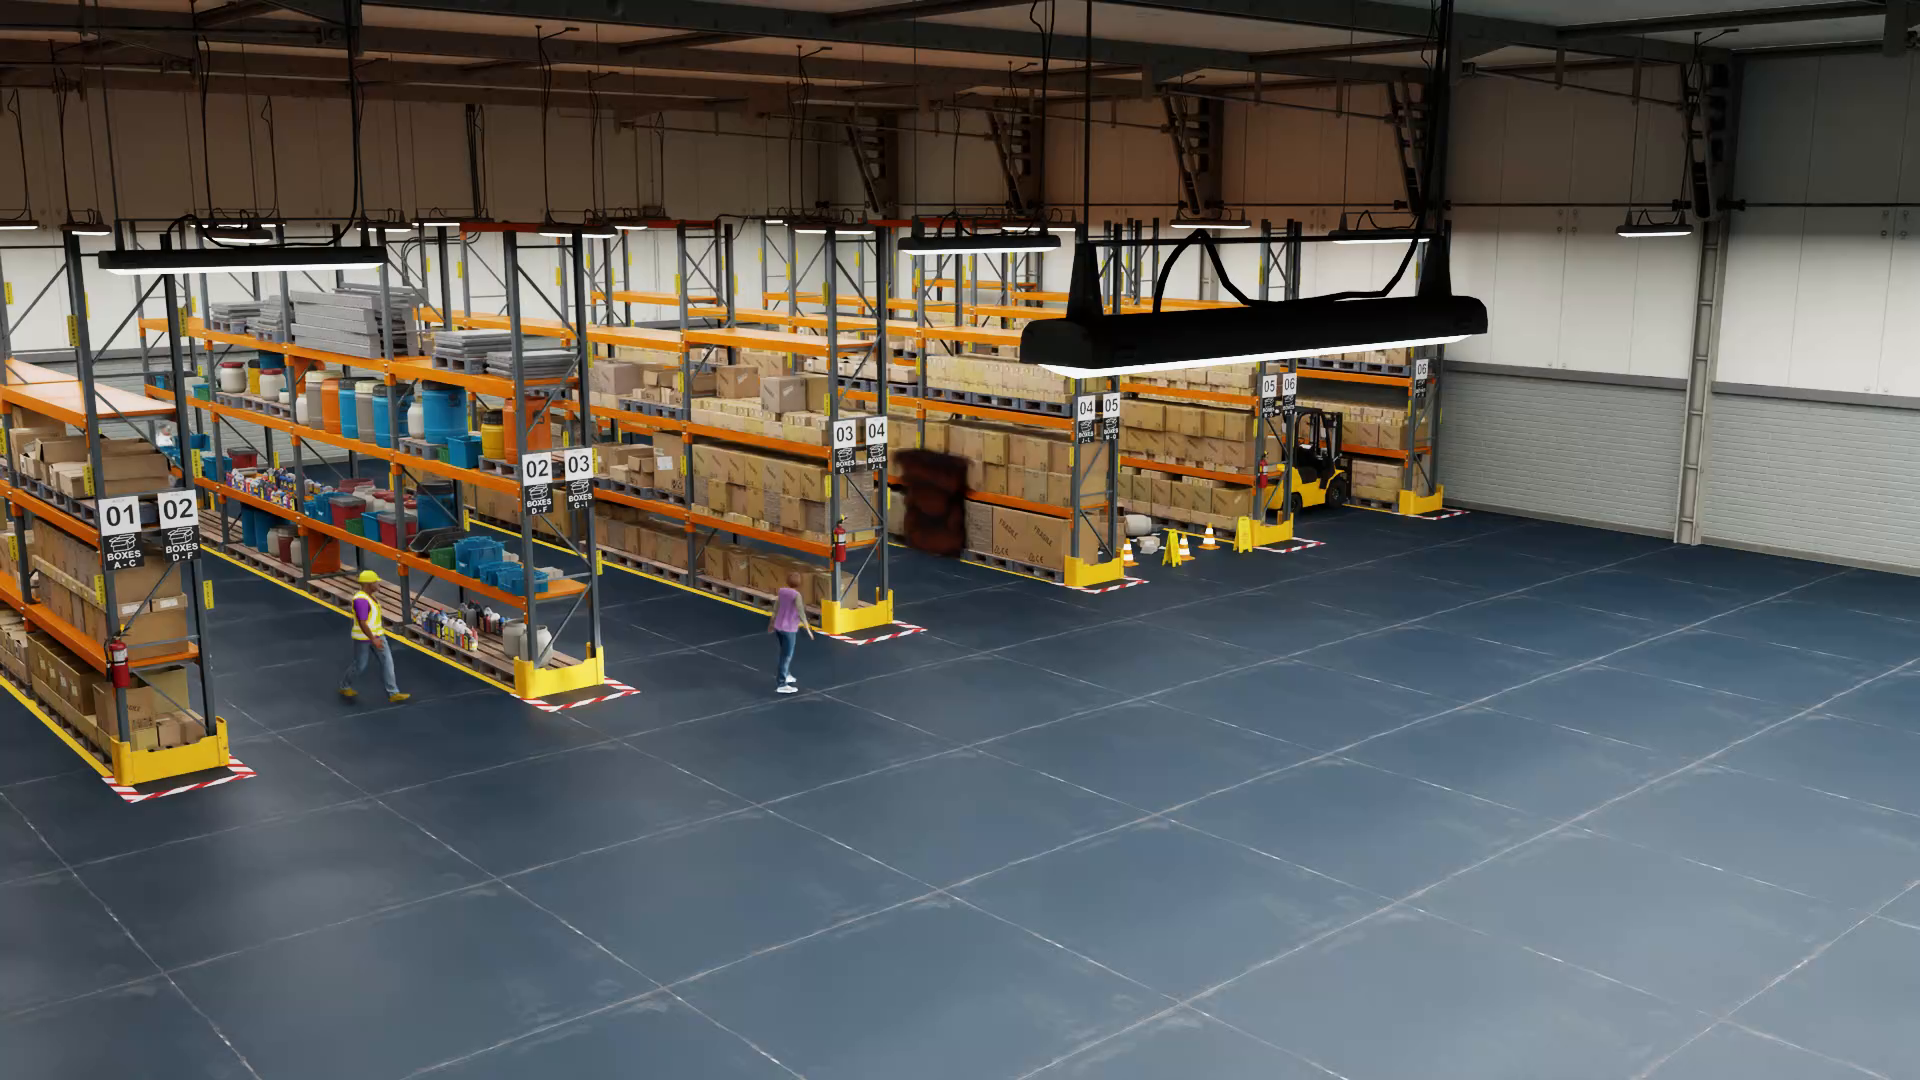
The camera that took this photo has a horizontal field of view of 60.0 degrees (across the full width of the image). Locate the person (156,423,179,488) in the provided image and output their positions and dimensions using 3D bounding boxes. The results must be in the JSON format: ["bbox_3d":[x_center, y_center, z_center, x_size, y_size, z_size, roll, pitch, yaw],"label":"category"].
[{"bbox_3d":[-17.040,-1.643,35.521,0.637,1.732,0.556,-9,14,-37],"label":"person"}]

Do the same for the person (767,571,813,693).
[{"bbox_3d":[-2.279,1.200,21.996,0.572,1.590,0.584,-10,15,-40],"label":"person"}]

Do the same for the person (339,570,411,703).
[{"bbox_3d":[-7.600,1.249,21.355,1.018,1.732,0.494,5,13,25],"label":"person"}]
